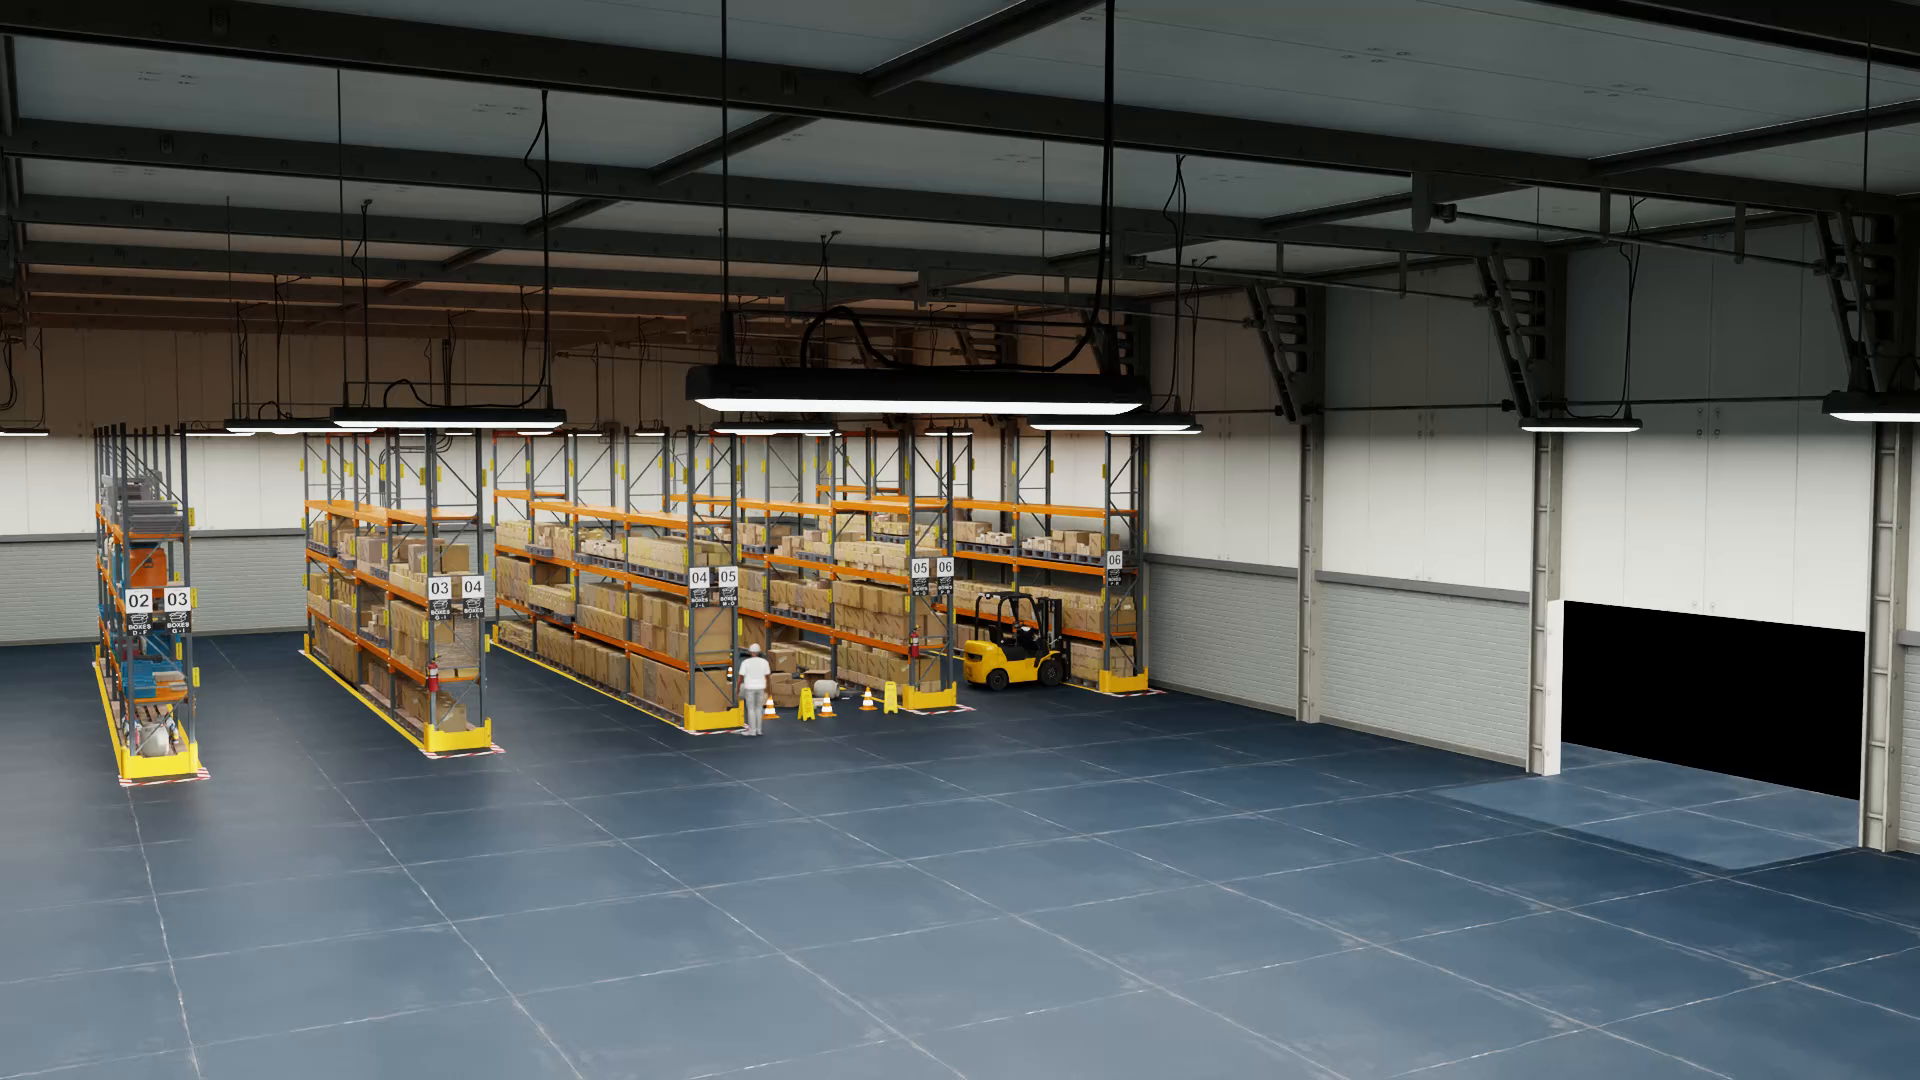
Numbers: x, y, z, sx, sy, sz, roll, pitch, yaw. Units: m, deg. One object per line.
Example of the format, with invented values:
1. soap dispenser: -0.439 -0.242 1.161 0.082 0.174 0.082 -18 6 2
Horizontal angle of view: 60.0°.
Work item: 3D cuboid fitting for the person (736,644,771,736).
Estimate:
1. person: -3.987 2.900 32.132 0.685 1.796 0.385 -1 4 -18
